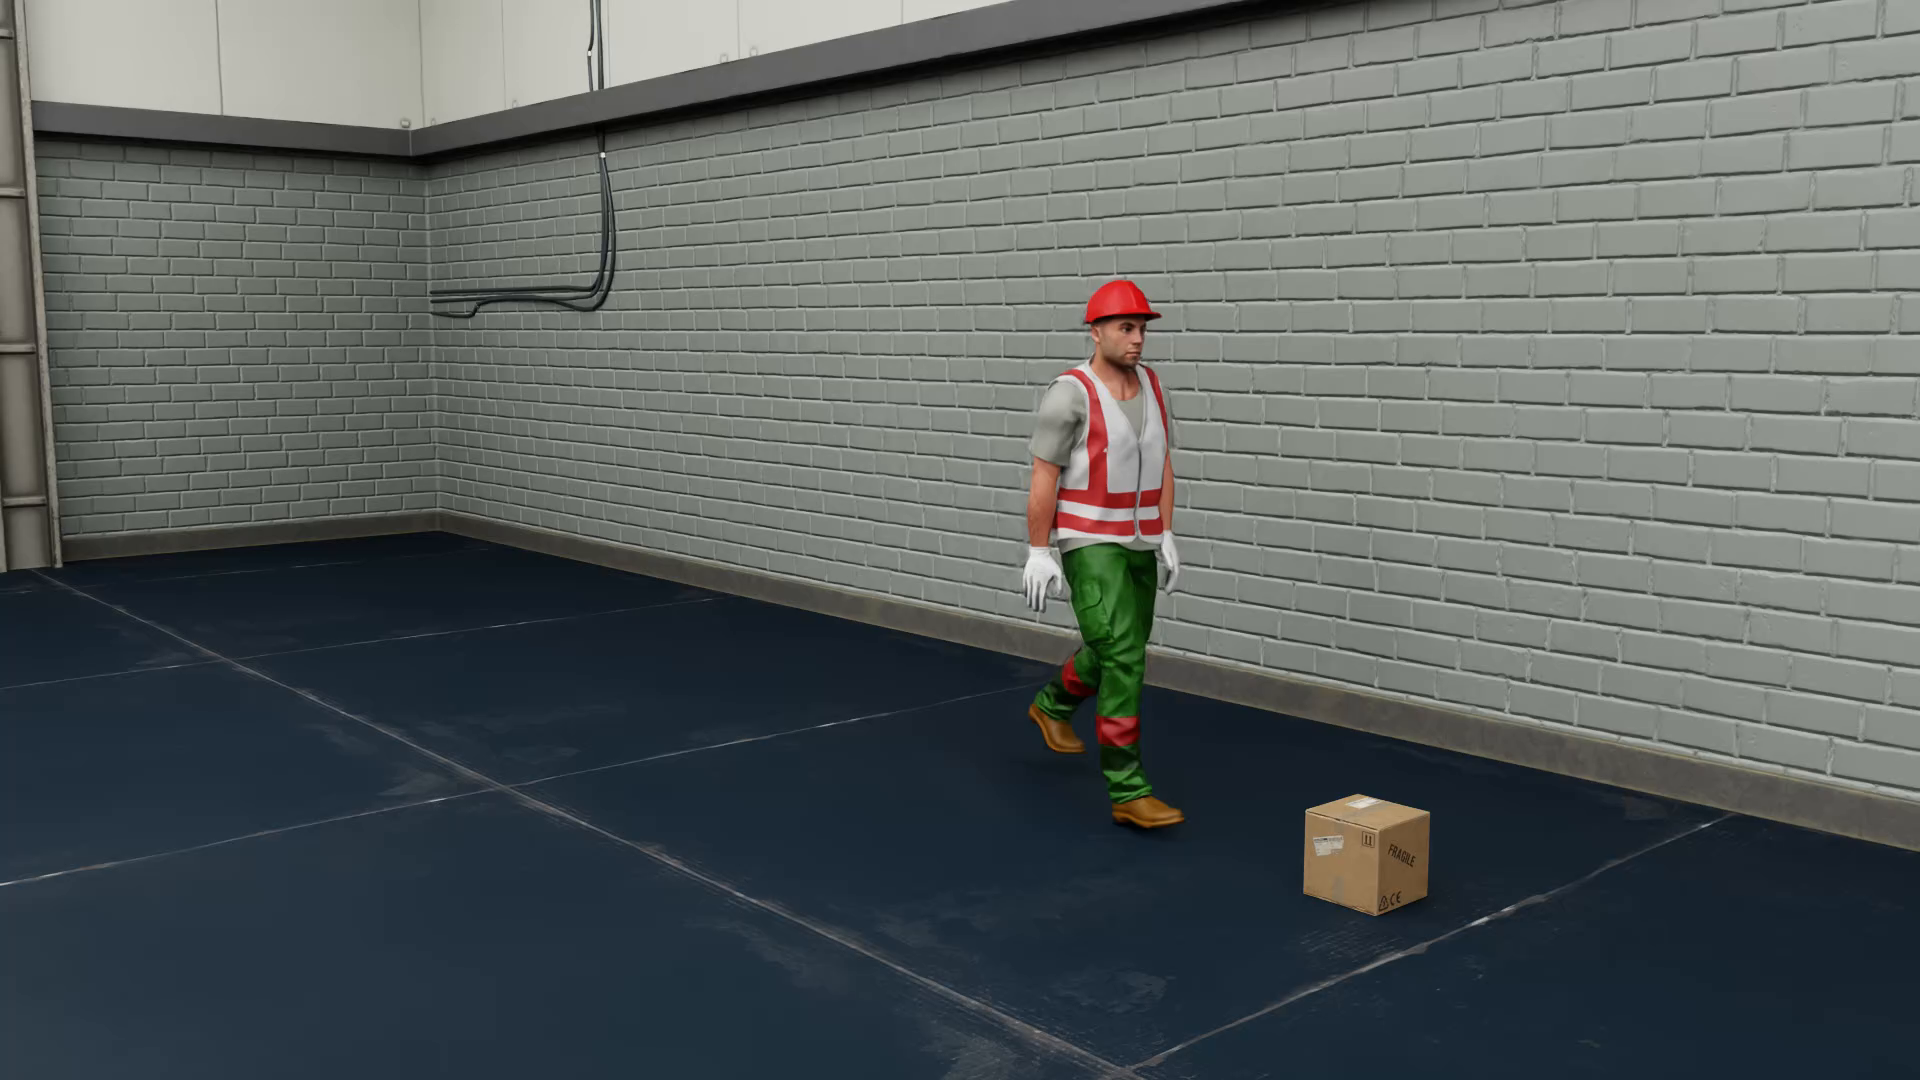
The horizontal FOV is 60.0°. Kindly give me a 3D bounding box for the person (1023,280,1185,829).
[{"bbox_3d":[0.452,0.019,5.578,0.565,1.756,0.986,-6,9,-39],"label":"person"}]
